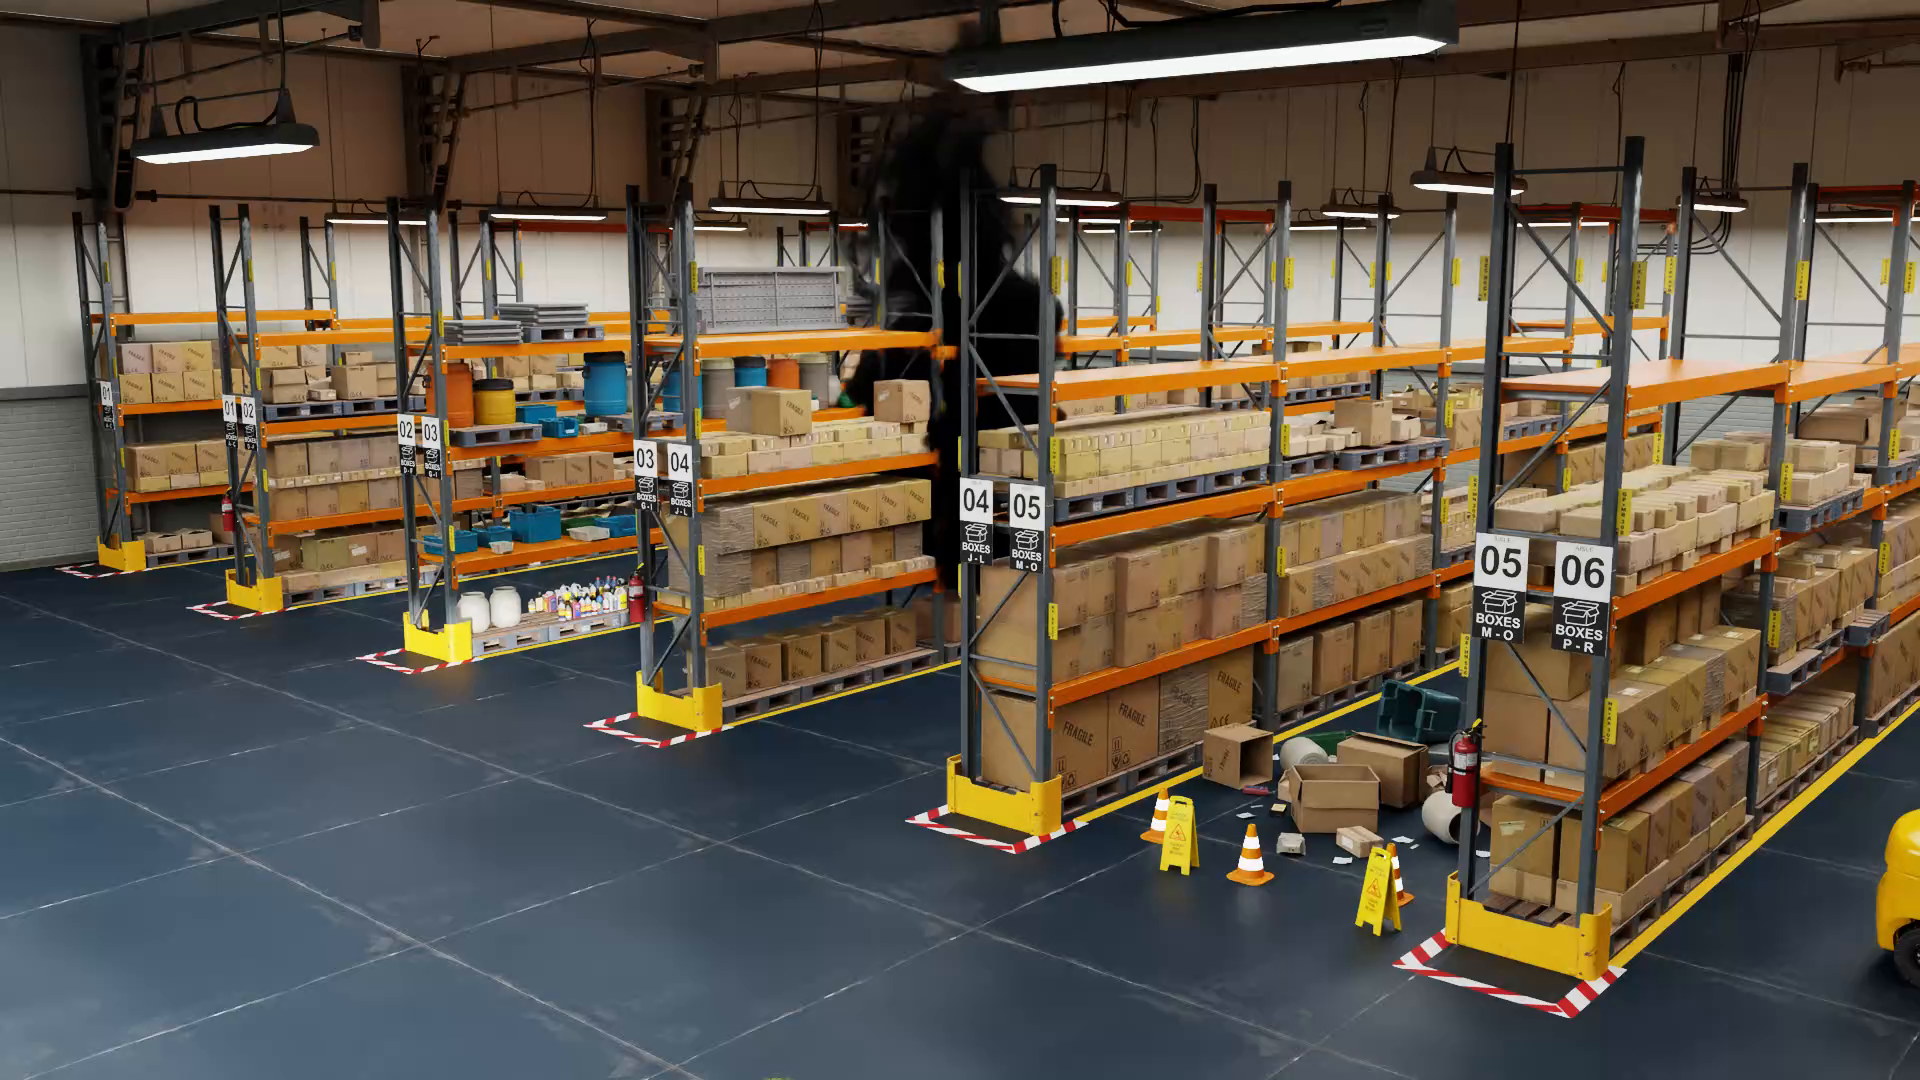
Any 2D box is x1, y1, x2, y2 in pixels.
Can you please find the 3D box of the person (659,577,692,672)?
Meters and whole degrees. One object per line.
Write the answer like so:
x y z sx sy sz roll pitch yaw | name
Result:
-3.513 0.924 20.931 0.541 1.568 0.601 7 12 35 | person

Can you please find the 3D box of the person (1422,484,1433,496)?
7.376 -0.021 26.126 0.723 1.741 0.715 9 13 43 | person

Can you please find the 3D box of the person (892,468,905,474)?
-1.292 -1.141 32.804 0.670 1.827 0.757 6 11 31 | person
